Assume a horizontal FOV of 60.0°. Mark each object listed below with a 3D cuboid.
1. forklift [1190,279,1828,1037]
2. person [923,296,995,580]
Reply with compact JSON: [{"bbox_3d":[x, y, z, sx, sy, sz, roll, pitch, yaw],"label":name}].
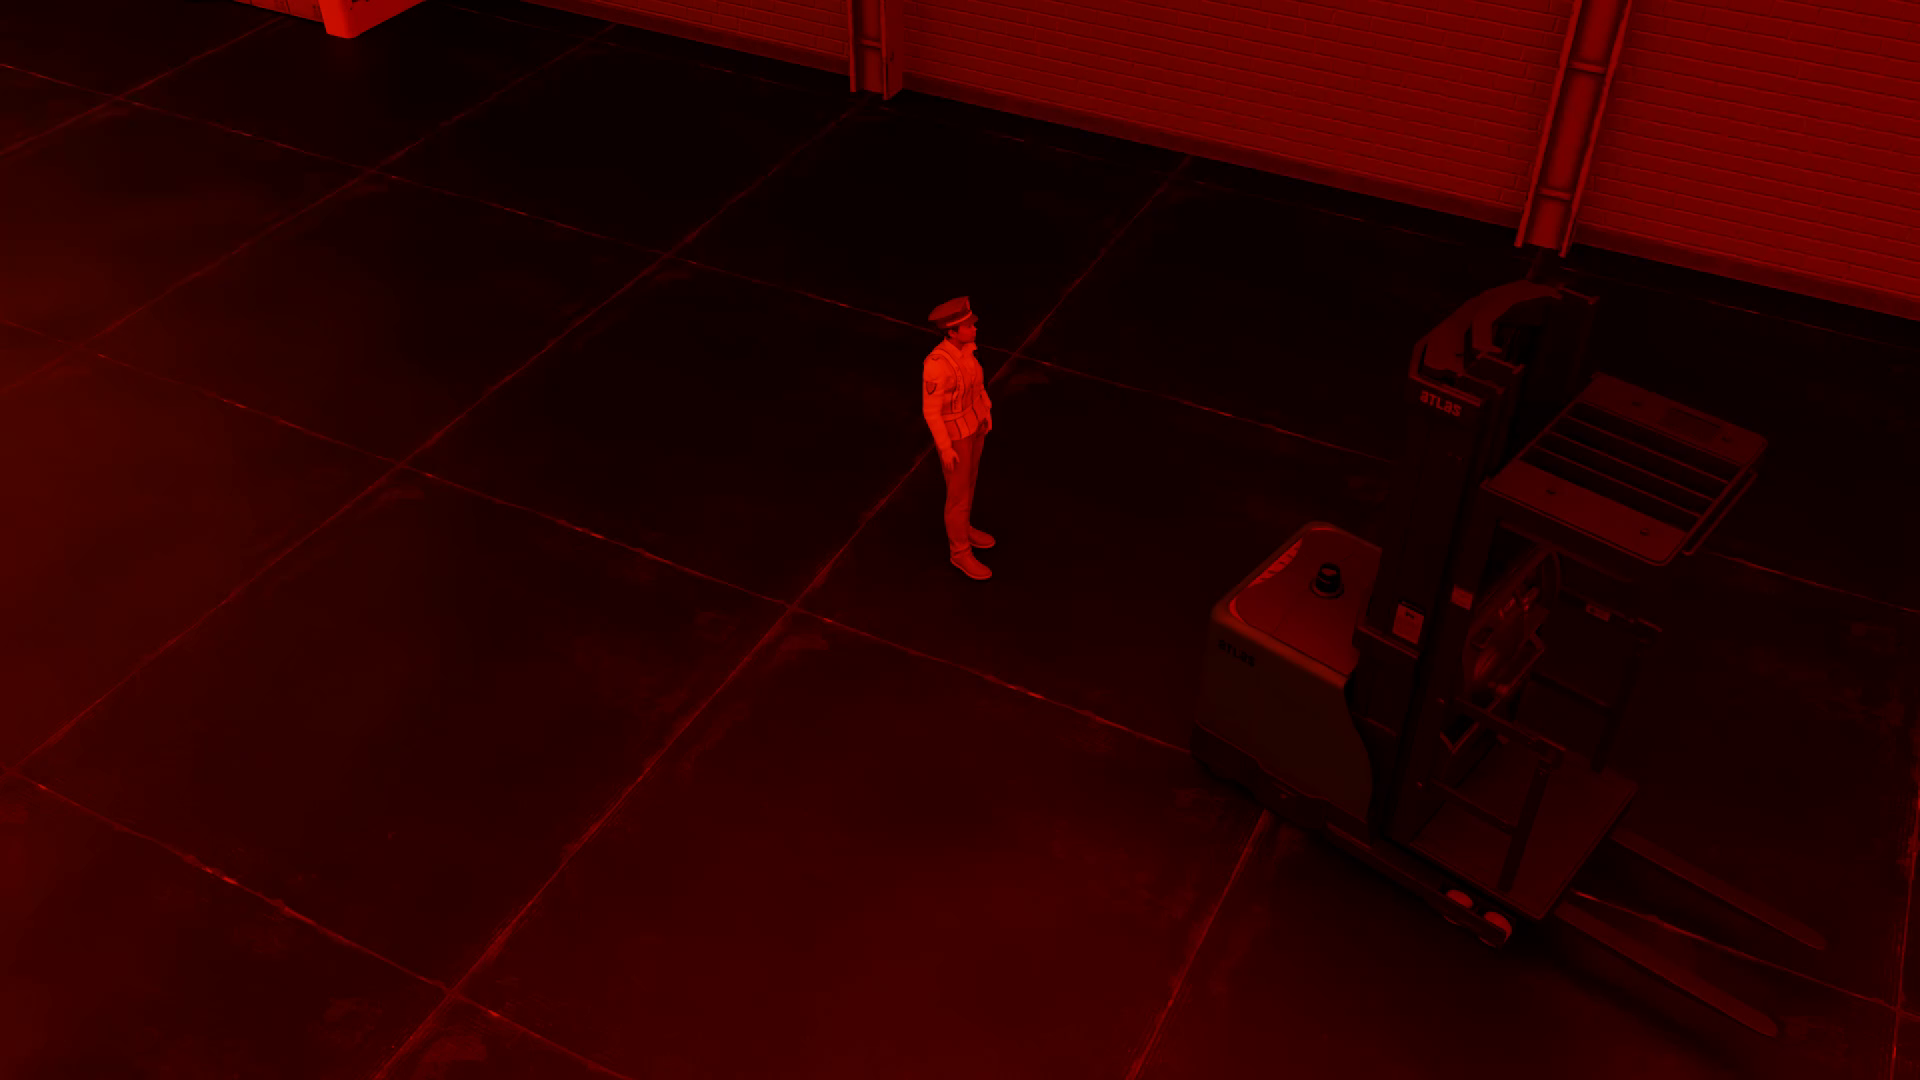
[{"bbox_3d":[2.663,0.434,7.471,3.031,2.935,1.130,29,48,30],"label":"forklift"},{"bbox_3d":[0.058,-0.629,9.682,0.530,1.694,0.586,18,43,21],"label":"person"}]
